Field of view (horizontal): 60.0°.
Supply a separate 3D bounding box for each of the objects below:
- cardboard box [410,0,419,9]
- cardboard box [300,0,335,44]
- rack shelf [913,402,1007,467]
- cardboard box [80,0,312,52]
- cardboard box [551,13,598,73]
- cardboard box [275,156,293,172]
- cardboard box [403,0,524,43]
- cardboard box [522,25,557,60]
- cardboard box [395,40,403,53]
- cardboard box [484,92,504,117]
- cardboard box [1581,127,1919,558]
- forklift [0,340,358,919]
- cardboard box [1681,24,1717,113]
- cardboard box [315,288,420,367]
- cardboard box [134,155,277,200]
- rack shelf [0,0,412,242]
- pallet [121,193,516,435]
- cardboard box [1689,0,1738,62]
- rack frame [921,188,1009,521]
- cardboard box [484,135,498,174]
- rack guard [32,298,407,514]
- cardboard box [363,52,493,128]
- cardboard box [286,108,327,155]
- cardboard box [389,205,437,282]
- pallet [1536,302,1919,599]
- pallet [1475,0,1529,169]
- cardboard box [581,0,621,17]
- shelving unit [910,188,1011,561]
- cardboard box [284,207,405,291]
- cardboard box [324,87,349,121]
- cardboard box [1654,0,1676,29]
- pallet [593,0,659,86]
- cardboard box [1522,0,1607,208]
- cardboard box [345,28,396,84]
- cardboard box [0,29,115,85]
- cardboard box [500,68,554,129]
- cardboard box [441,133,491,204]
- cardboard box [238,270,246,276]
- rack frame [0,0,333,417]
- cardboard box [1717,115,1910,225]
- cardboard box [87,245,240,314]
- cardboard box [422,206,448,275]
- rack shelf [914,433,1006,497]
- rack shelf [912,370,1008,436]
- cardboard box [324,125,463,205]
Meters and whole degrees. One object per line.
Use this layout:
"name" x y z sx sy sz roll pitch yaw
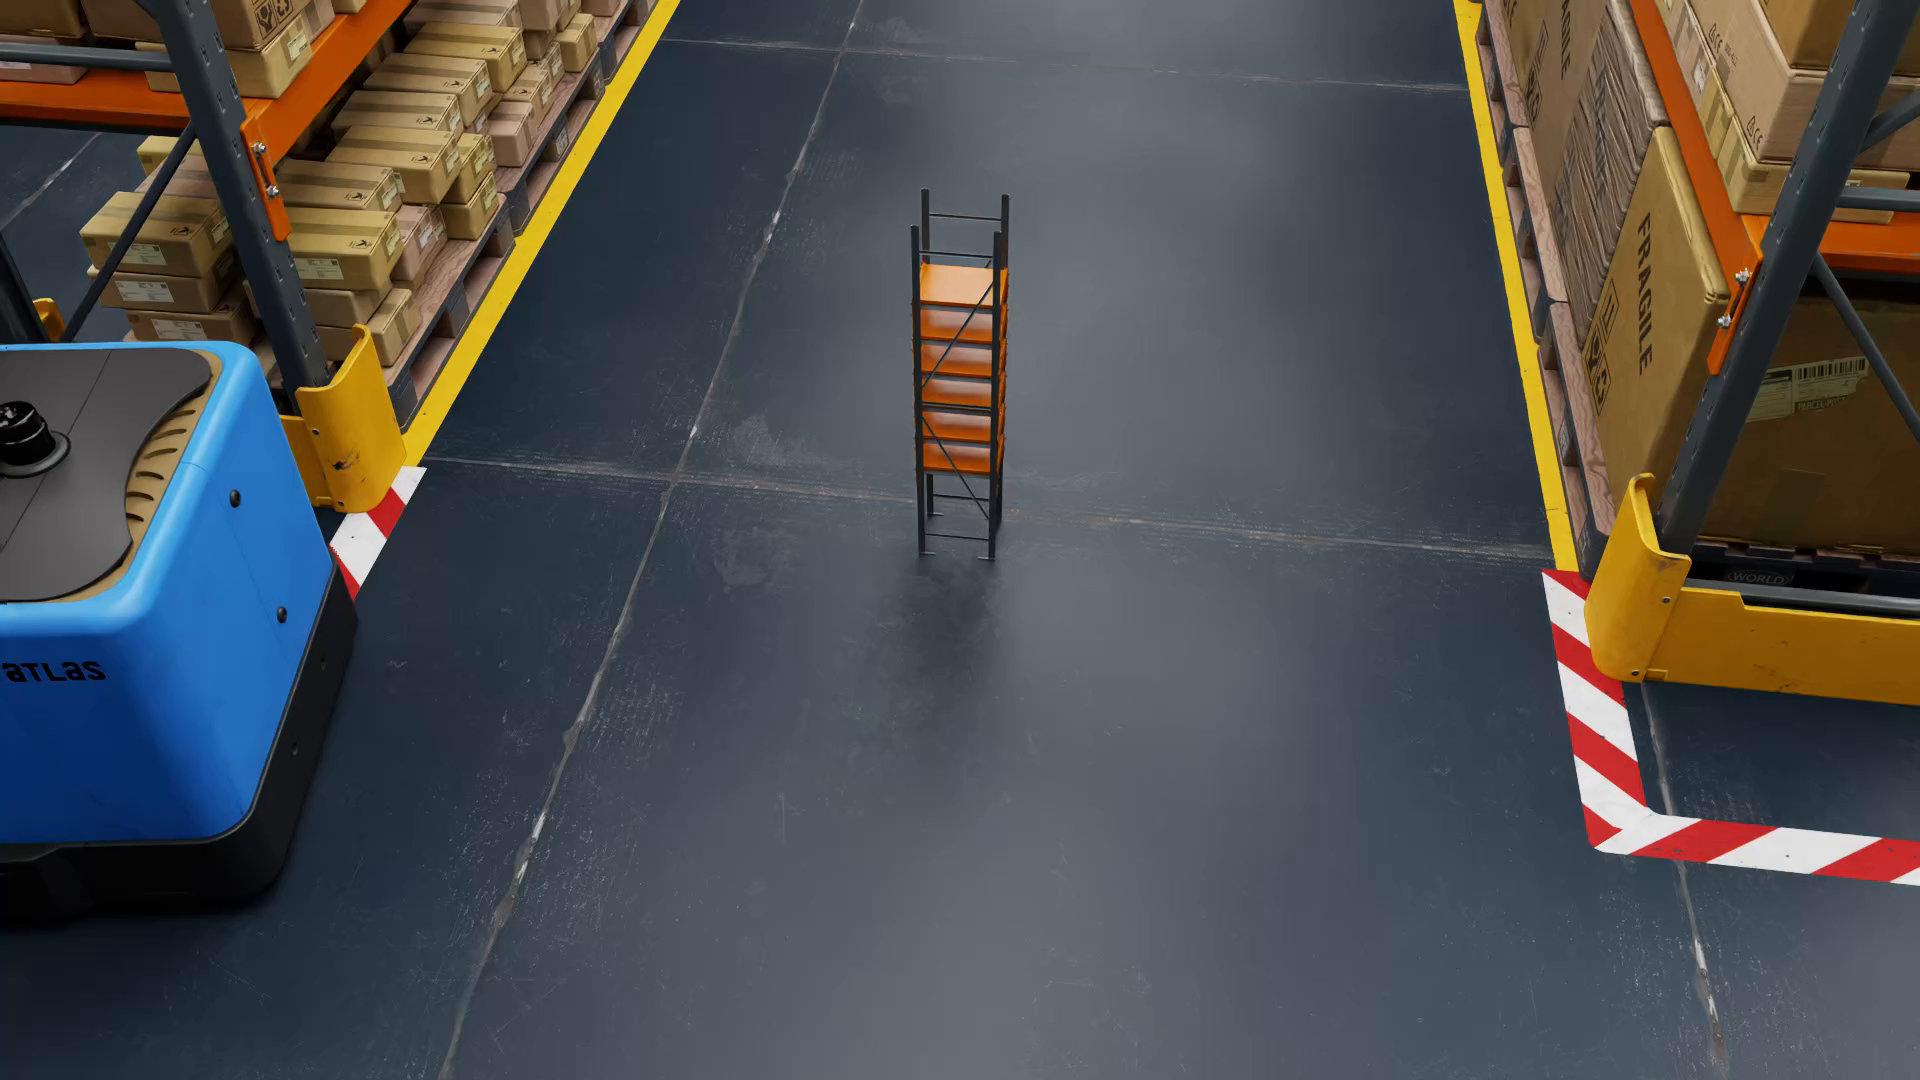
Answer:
"cardboard box" -2.332 -2.232 6.761 0.380 0.149 0.250 4 44 4
"cardboard box" -2.089 -1.564 4.903 0.380 0.149 0.250 7 44 7
"rack shelf" 0.002 -0.326 4.961 0.258 0.103 0.180 5 44 6
"cardboard box" -2.116 -1.712 4.588 0.500 0.500 0.500 7 44 7
"cardboard box" -1.771 -2.127 7.083 0.380 0.149 0.250 5 44 5
"cardboard box" -2.595 -1.252 5.943 0.380 0.149 0.250 4 44 4
"cardboard box" -1.950 -2.025 6.543 0.380 0.149 0.250 5 44 6
"cardboard box" -1.888 -2.107 6.845 0.380 0.149 0.250 3 44 4
"cardboard box" -2.479 -1.970 6.700 0.380 0.149 0.250 6 44 6
"cardboard box" -2.011 -1.745 6.463 0.380 0.149 0.250 7 44 8
"cardboard box" 2.459 -0.592 4.933 0.875 0.875 0.875 5 44 6
"forklift" -3.266 -0.434 3.577 3.031 2.935 1.130 -1 43 -1
"cardboard box" 2.242 -1.298 4.622 0.380 0.149 0.250 5 44 6
"cardboard box" -2.063 -0.732 5.610 0.380 0.149 0.250 6 44 6
"cardboard box" -2.540 -1.170 5.640 0.380 0.149 0.250 6 44 6
"rack shelf" -2.185 -2.389 6.114 1.077 0.370 4.000 5 44 6
"pallet" -2.297 -0.877 6.022 1.003 0.211 1.213 5 44 6
"cardboard box" 2.323 -1.521 4.567 0.500 0.250 0.500 5 44 5
"rack frame" 0.014 -0.508 4.914 0.240 1.200 0.006 5 44 6
"cardboard box" -2.002 -1.435 6.352 0.380 0.149 0.250 5 44 6
"rack guard" -2.439 -0.431 5.342 1.175 0.500 0.348 5 44 6
"cardboard box" -1.969 -1.670 6.168 0.380 0.149 0.250 7 44 7
"cardboard box" -2.535 -1.529 6.018 0.380 0.149 0.250 4 44 4
"cardboard box" -2.033 -1.028 5.705 0.380 0.149 0.250 5 44 5
"pallet" 2.482 -0.307 5.421 1.003 0.211 1.213 5 44 6
"pallet" 2.805 -1.970 7.177 1.003 0.211 1.213 5 44 6
"cardboard box" -1.723 -2.477 7.452 0.380 0.149 0.250 4 44 4
"shelving unit" 0.002 -0.446 4.848 0.258 1.200 0.189 5 44 6
"cardboard box" -2.043 -0.947 5.403 0.380 0.149 0.250 3 44 4
"cardboard box" -2.540 -1.606 6.317 0.380 0.149 0.250 6 44 6
"cardboard box" 2.308 -1.645 4.988 0.380 0.149 0.250 4 44 5
"pallet" -1.974 -2.540 7.779 1.003 0.211 1.213 5 44 6
"cardboard box" 2.697 -1.818 6.229 0.875 0.875 0.875 5 44 6
"cardboard box" -2.410 -1.887 6.396 0.380 0.149 0.250 4 44 4
"cardboard box" -2.686 -1.444 4.776 0.380 0.149 0.250 5 44 6
"cardboard box" -1.871 -1.788 6.724 0.380 0.149 0.250 5 44 6
"cardboard box" -1.947 -1.367 6.064 0.380 0.149 0.250 7 44 7
"cardboard box" -2.653 -0.966 5.857 0.380 0.149 0.250 6 44 7
"rack frame" -2.449 -1.287 4.428 1.000 3.000 0.127 5 44 6
"cardboard box" 2.175 -0.949 4.253 0.380 0.149 0.250 6 44 6
"cardboard box" -2.662 -0.898 5.568 0.380 0.149 0.250 4 44 4
"cardboard box" -2.083 -1.088 5.985 0.380 0.149 0.250 6 44 6
"rack shelf" 0.002 -0.239 5.043 0.258 0.103 0.180 5 44 6
"rack shelf" 0.002 -0.413 4.878 0.258 0.103 0.180 5 44 6
"cardboard box" -1.966 -1.305 5.782 0.380 0.149 0.250 5 44 5
